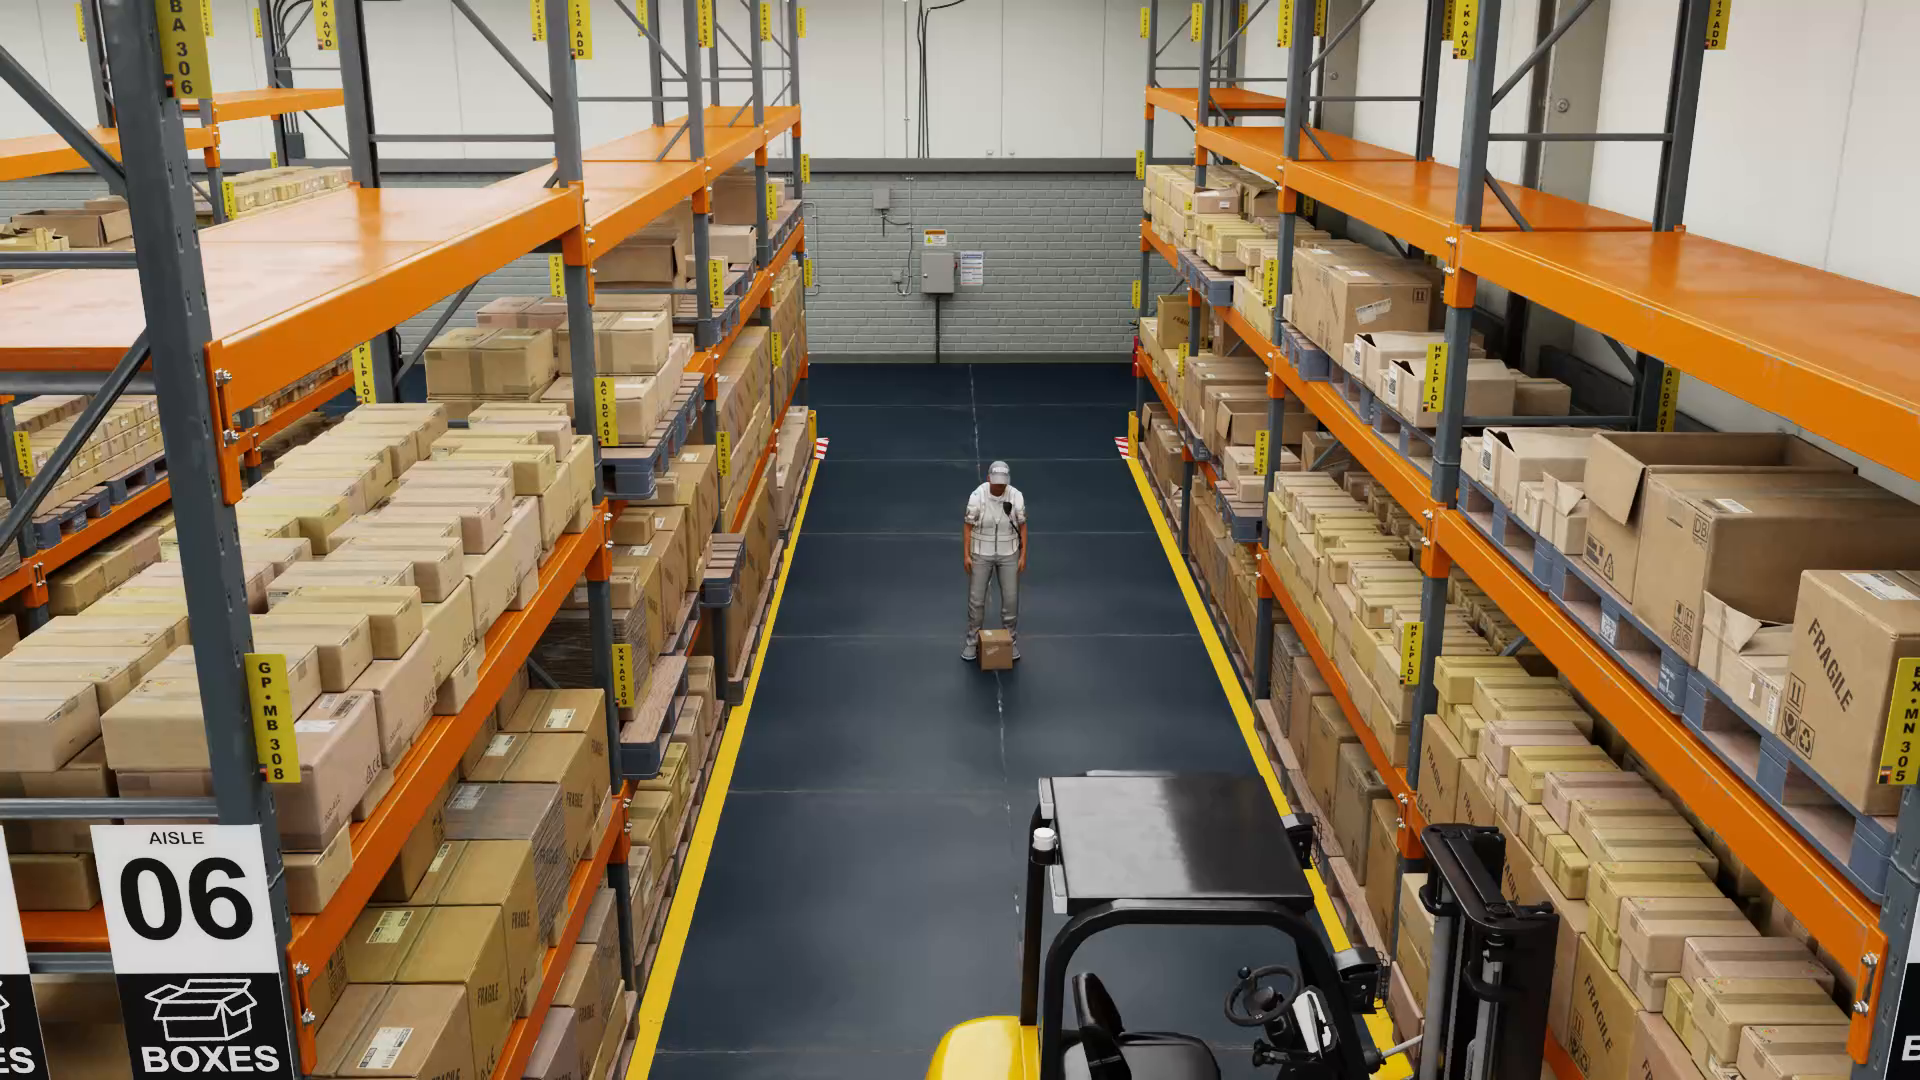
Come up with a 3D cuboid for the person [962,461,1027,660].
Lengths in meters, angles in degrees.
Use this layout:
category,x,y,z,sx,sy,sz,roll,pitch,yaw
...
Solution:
category,x,y,z,sx,sy,sz,roll,pitch,yaw
person,0.279,0.149,13.556,0.539,1.665,0.466,-1,17,-2
